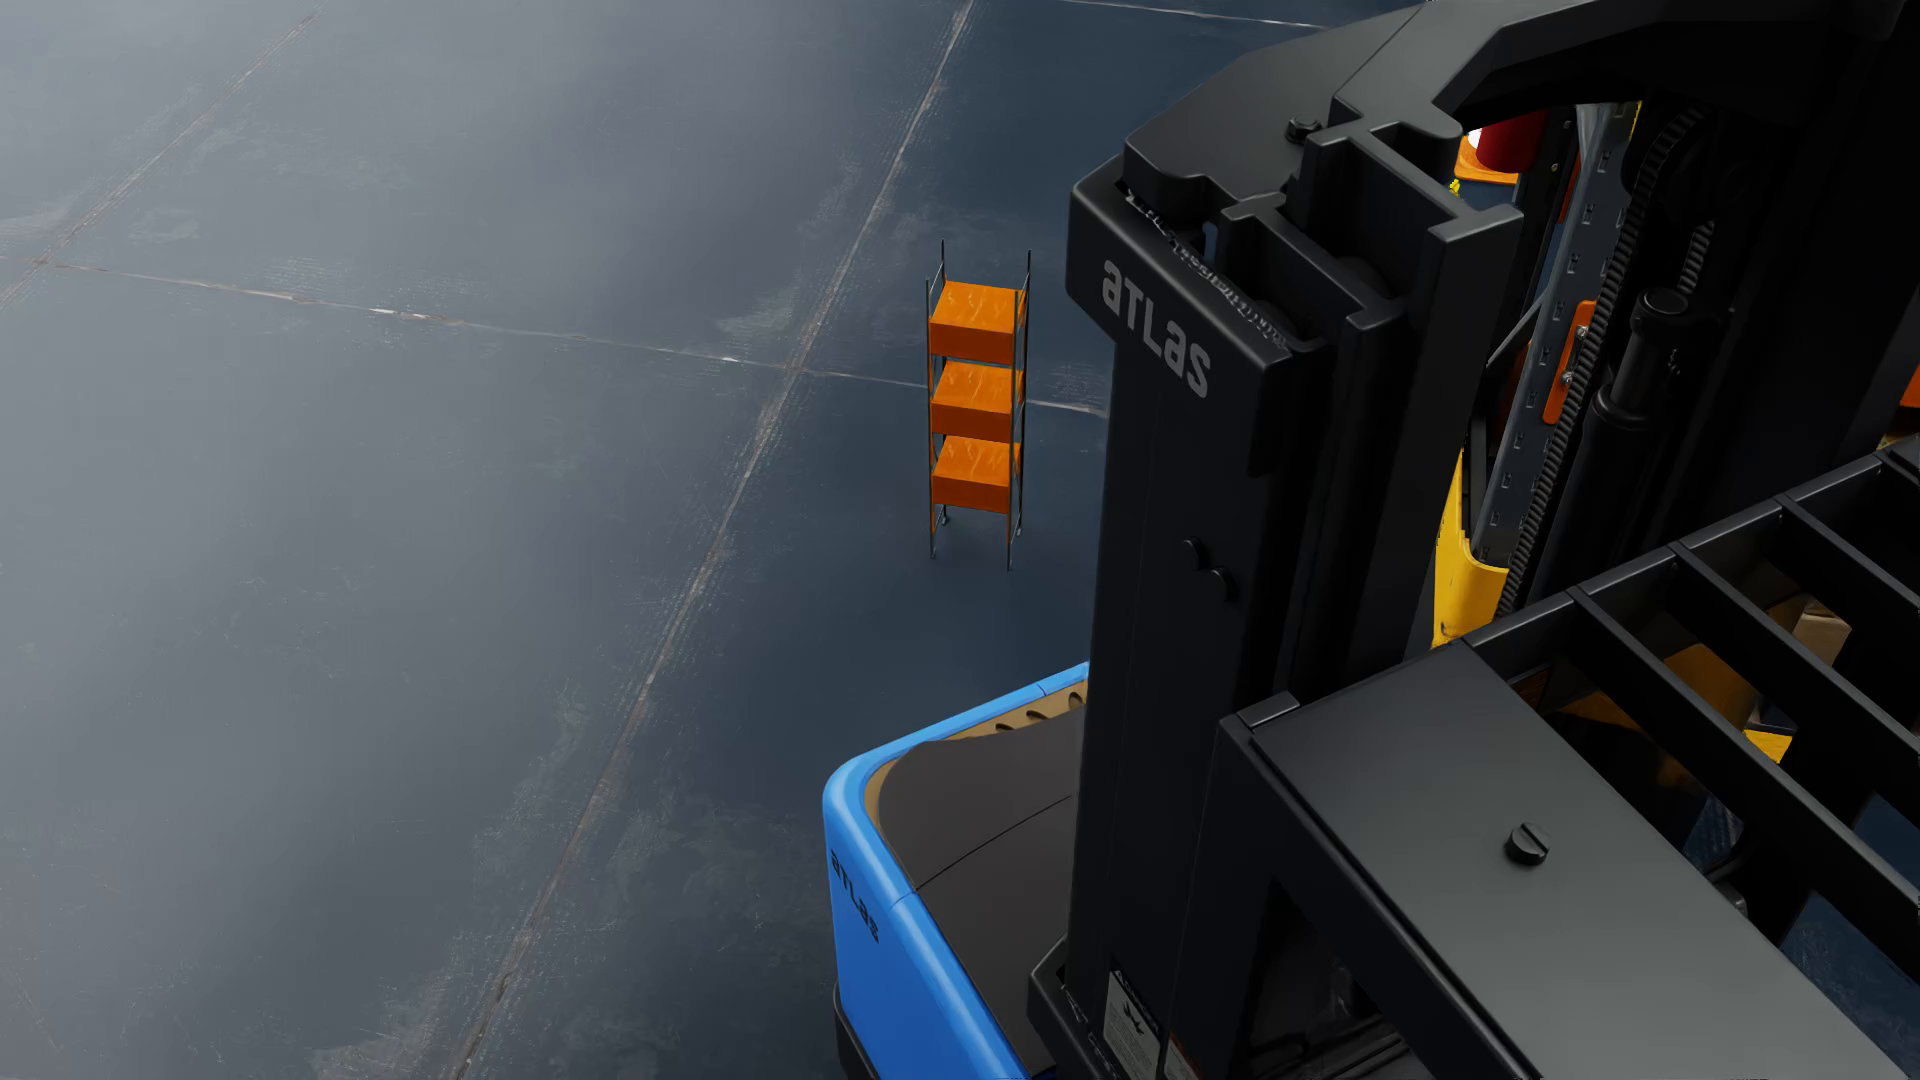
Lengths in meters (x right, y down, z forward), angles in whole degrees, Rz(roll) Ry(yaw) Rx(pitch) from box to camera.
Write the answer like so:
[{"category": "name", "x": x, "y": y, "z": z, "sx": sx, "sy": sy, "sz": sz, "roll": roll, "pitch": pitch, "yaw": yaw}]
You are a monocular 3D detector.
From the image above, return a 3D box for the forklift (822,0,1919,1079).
[{"category": "forklift", "x": 0.854, "y": 0.911, "z": 2.190, "sx": 1.130, "sy": 2.935, "sz": 3.031, "roll": -20, "pitch": 48, "yaw": -20}]

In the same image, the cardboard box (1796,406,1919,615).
[{"category": "cardboard box", "x": 2.323, "y": -0.151, "z": 4.383, "sx": 0.500, "sy": 0.500, "sz": 0.500, "roll": 7, "pitch": 44, "yaw": 8}]

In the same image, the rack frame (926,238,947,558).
[{"category": "rack frame", "x": -0.067, "y": -0.389, "z": 4.897, "sx": 0.008, "sy": 1.050, "sz": 0.200, "roll": 9, "pitch": 45, "yaw": 9}]

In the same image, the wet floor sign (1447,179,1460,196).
[{"category": "wet floor sign", "x": 1.621, "y": -0.937, "z": 5.759, "sx": 0.232, "sy": 0.644, "sz": 0.267, "roll": 24, "pitch": 49, "yaw": 23}]

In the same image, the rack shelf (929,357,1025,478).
[{"category": "rack shelf", "x": 0.052, "y": -0.363, "z": 4.885, "sx": 0.240, "sy": 0.259, "sz": 0.215, "roll": 9, "pitch": 45, "yaw": 9}]

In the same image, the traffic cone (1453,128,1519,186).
[{"category": "traffic cone", "x": 2.184, "y": -1.729, "z": 6.713, "sx": 0.334, "sy": 0.463, "sz": 0.336, "roll": 9, "pitch": 45, "yaw": 9}]

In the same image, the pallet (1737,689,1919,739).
[{"category": "pallet", "x": 2.432, "y": 0.130, "z": 4.962, "sx": 1.213, "sy": 0.211, "sz": 1.003, "roll": 9, "pitch": 45, "yaw": 9}]

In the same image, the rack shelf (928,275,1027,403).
[{"category": "rack shelf", "x": 0.052, "y": -0.567, "z": 4.688, "sx": 0.240, "sy": 0.259, "sz": 0.215, "roll": 9, "pitch": 45, "yaw": 9}]

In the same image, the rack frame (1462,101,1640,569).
[{"category": "rack frame", "x": 1.573, "y": -1.033, "z": 4.160, "sx": 0.127, "sy": 3.000, "sz": 1.000, "roll": 9, "pitch": 45, "yaw": 9}]

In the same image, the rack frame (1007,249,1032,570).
[{"category": "rack frame", "x": 0.171, "y": -0.352, "z": 4.858, "sx": 0.008, "sy": 1.050, "sz": 0.200, "roll": 9, "pitch": 45, "yaw": 9}]

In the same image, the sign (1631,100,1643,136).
[{"category": "sign", "x": 1.454, "y": -0.977, "z": 3.478, "sx": 0.005, "sy": 0.325, "sz": 0.100, "roll": 9, "pitch": 45, "yaw": 9}]

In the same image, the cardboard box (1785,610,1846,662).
[{"category": "cardboard box", "x": 2.299, "y": 0.116, "z": 4.646, "sx": 0.500, "sy": 0.250, "sz": 0.500, "roll": 8, "pitch": 45, "yaw": 9}]

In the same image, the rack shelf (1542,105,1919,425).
[{"category": "rack shelf", "x": 3.524, "y": -0.471, "z": 4.095, "sx": 4.000, "sy": 0.370, "sz": 1.077, "roll": 9, "pitch": 45, "yaw": 9}]

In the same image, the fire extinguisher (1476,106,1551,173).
[{"category": "fire extinguisher", "x": 1.561, "y": -1.334, "z": 4.529, "sx": 0.183, "sy": 0.674, "sz": 0.296, "roll": 9, "pitch": 45, "yaw": 9}]

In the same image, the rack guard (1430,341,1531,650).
[{"category": "rack guard", "x": 1.647, "y": -0.121, "z": 5.015, "sx": 0.348, "sy": 0.500, "sz": 1.175, "roll": 9, "pitch": 45, "yaw": 9}]

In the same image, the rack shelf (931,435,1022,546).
[{"category": "rack shelf", "x": 0.052, "y": -0.162, "z": 5.078, "sx": 0.240, "sy": 0.259, "sz": 0.215, "roll": 9, "pitch": 45, "yaw": 9}]

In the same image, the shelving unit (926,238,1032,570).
[{"category": "shelving unit", "x": 0.052, "y": -0.370, "z": 4.878, "sx": 0.252, "sy": 1.050, "sz": 0.215, "roll": 9, "pitch": 45, "yaw": 9}]
